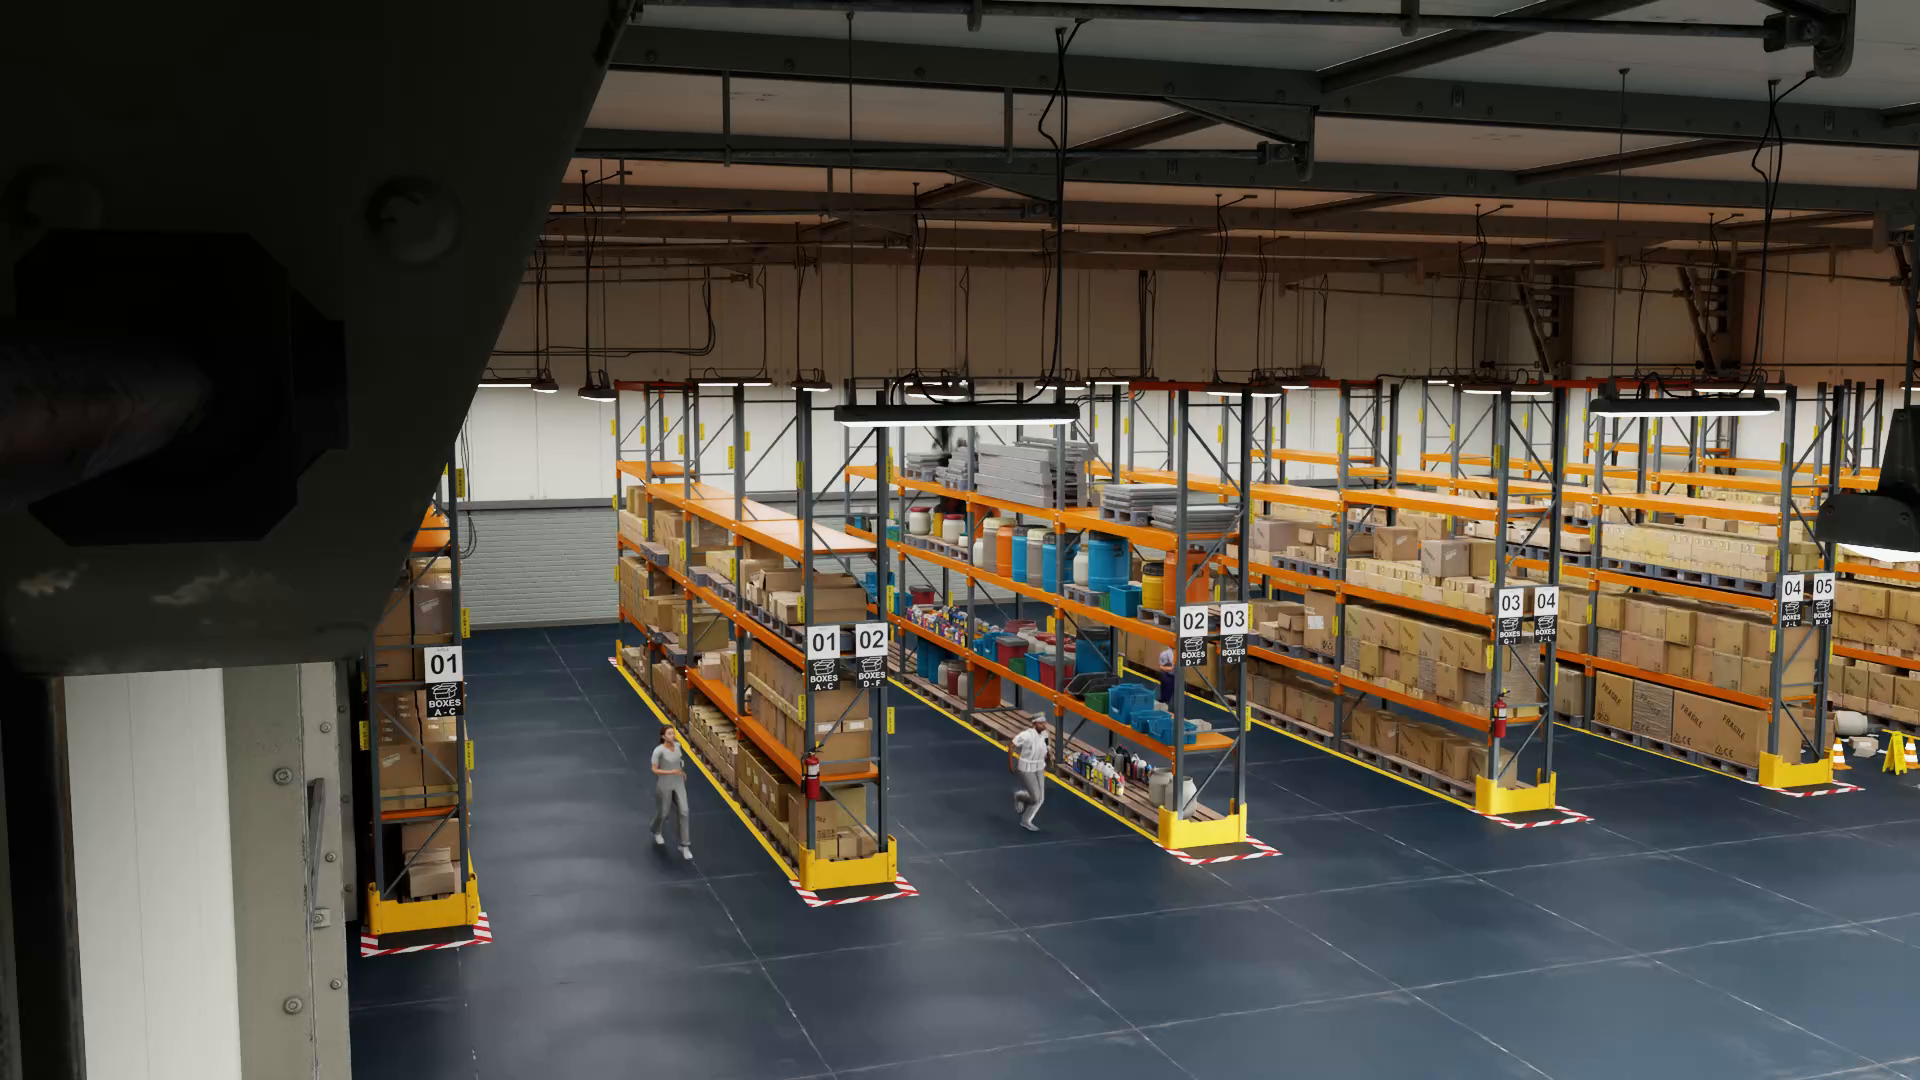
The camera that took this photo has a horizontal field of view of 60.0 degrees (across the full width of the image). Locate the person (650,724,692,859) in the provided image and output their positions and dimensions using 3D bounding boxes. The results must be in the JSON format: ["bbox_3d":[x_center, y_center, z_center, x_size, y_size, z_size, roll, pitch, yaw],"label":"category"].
[{"bbox_3d":[-3.764,3.214,21.513,0.554,1.693,0.927,-5,8,-38],"label":"person"}]

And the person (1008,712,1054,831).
[{"bbox_3d":[0.997,3.141,22.638,0.615,1.649,0.642,-4,8,-37],"label":"person"}]

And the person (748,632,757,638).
[{"bbox_3d":[-4.039,1.936,33.827,0.607,1.652,0.550,-4,7,-36],"label":"person"}]

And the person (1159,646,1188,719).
[{"bbox_3d":[3.686,2.458,28.771,0.607,1.632,0.941,-3,7,-25],"label":"person"}]
